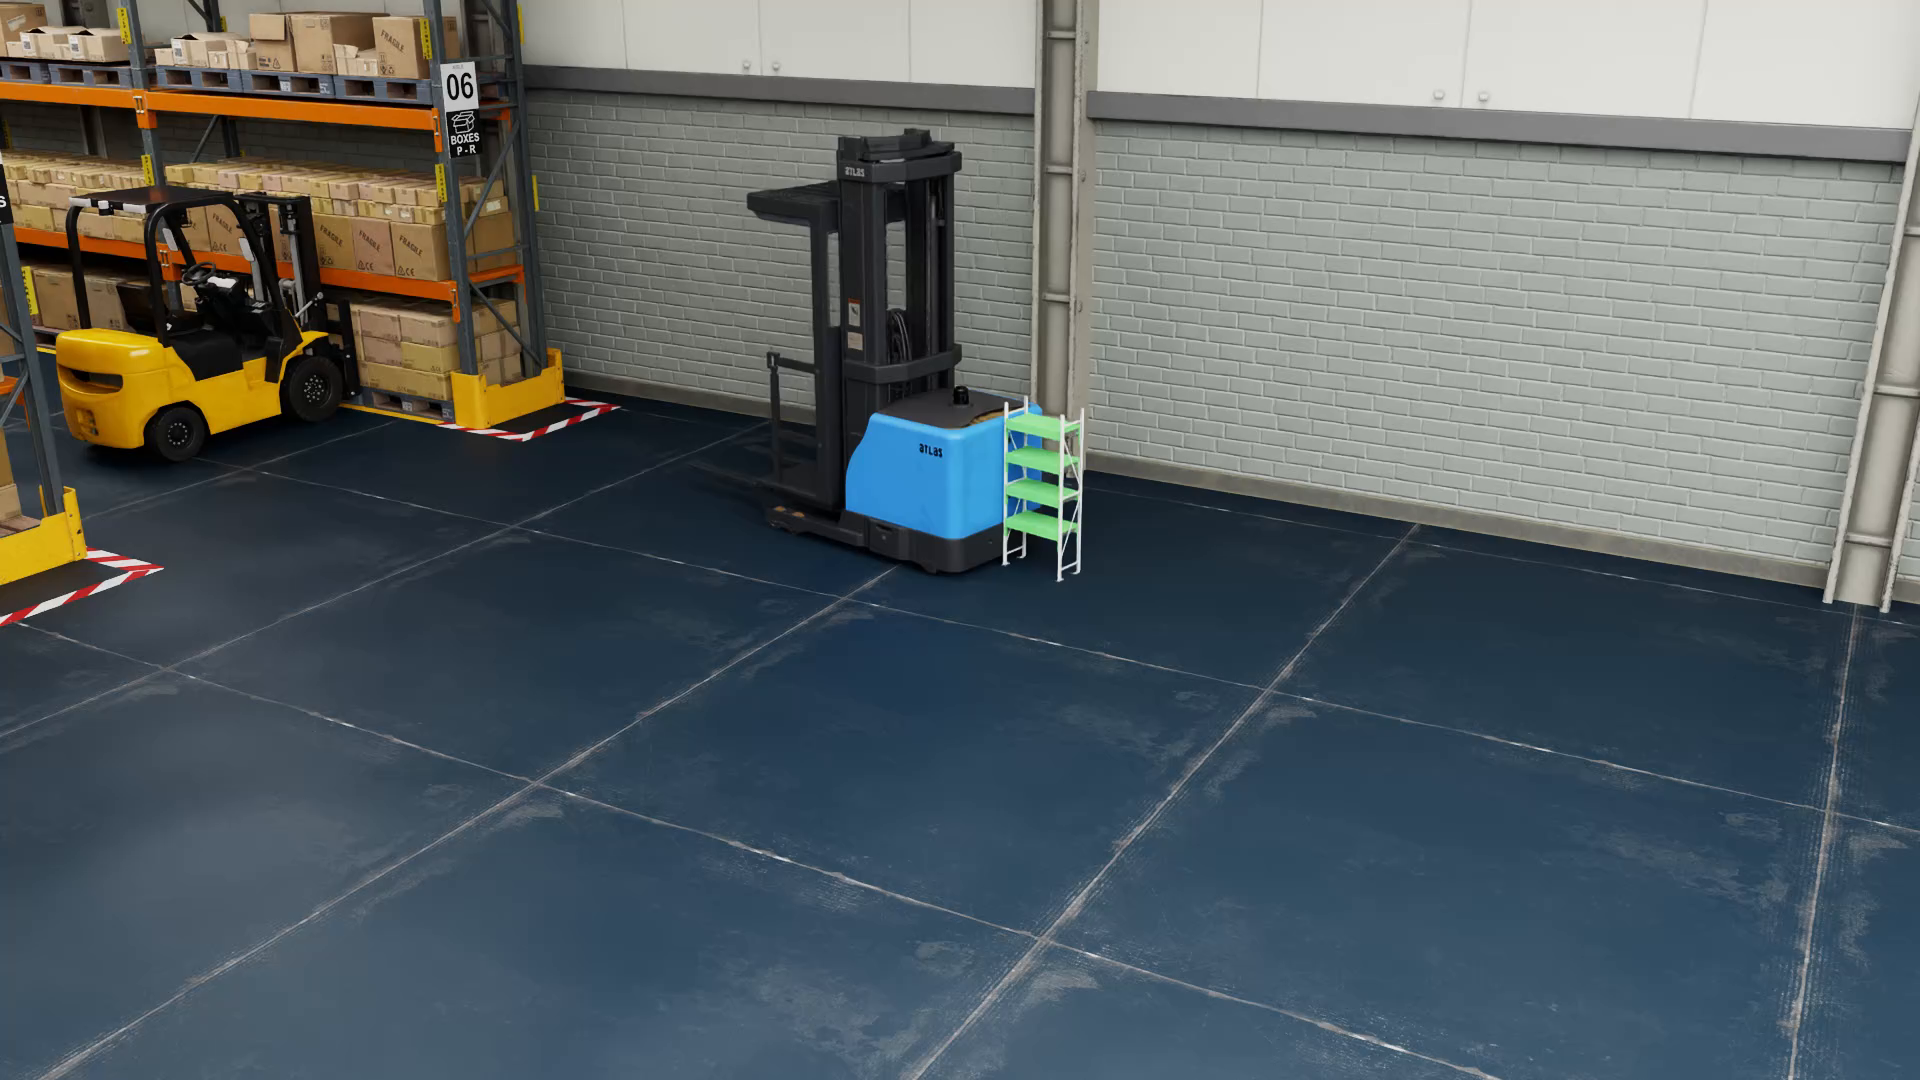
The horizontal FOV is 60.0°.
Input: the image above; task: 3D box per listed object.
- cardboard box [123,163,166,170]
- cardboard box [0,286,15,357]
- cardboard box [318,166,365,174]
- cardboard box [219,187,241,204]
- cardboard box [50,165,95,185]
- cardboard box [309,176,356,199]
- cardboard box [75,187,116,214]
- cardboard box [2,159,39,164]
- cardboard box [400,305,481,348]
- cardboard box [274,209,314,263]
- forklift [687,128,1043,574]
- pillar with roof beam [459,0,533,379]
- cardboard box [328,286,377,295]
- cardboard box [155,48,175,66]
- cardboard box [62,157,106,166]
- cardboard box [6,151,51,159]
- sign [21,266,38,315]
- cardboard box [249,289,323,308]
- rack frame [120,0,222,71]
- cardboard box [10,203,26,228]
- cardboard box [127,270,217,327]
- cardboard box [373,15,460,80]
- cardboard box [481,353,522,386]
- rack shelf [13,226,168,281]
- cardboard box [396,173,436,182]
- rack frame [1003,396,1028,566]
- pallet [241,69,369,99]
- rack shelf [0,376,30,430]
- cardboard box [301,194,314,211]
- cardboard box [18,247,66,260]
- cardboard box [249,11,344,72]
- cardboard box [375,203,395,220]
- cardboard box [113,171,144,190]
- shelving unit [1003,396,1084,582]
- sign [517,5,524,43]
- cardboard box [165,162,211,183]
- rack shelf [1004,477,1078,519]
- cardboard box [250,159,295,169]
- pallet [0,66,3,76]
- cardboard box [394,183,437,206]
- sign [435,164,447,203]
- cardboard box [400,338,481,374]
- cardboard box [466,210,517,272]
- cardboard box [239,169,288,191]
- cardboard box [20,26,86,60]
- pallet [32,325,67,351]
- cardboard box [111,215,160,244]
[{"bbox_3d":[-8.598,-3.894,17.603,0.250,0.149,0.380,11,22,27],"label":"cardboard box"},{"bbox_3d":[-6.940,-1.486,11.480,0.500,0.500,0.500,10,22,26],"label":"cardboard box"},{"bbox_3d":[-6.003,-3.536,16.180,0.250,0.149,0.380,12,23,29],"label":"cardboard box"},{"bbox_3d":[-6.940,-3.361,16.134,0.250,0.149,0.380,11,23,28],"label":"cardboard box"},{"bbox_3d":[-9.273,-3.828,17.420,0.250,0.149,0.380,11,23,28],"label":"cardboard box"},{"bbox_3d":[-5.823,-3.287,15.494,0.250,0.149,0.380,11,23,28],"label":"cardboard box"},{"bbox_3d":[-8.743,-3.535,17.197,0.500,0.250,0.500,10,22,26],"label":"cardboard box"},{"bbox_3d":[-10.155,-4.006,17.912,0.250,0.149,0.380,11,23,28],"label":"cardboard box"},{"bbox_3d":[-4.799,-1.975,15.360,0.500,0.250,0.500,12,23,29],"label":"cardboard box"},{"bbox_3d":[-6.143,-2.921,15.873,0.500,0.500,0.500,11,23,28],"label":"cardboard box"},{"bbox_3d":[-0.842,-1.541,12.314,3.031,2.935,1.130,16,26,38],"label":"forklift"},{"bbox_3d":[-6.512,-4.539,11.681,0.400,9.000,9.100,11,23,27],"label":"pillar with roof beam"},{"bbox_3d":[-5.885,-2.383,16.485,0.500,0.250,0.500,10,22,26],"label":"cardboard box"},{"bbox_3d":[-7.493,-4.653,16.000,0.250,0.149,0.380,11,23,28],"label":"cardboard box"},{"bbox_3d":[-9.496,-4.055,18.047,0.250,0.149,0.380,12,23,29],"label":"cardboard box"},{"bbox_3d":[-10.367,-4.233,18.538,0.250,0.149,0.380,11,23,27],"label":"cardboard box"},{"bbox_3d":[-6.398,-1.706,11.401,0.005,0.325,0.100,11,23,27],"label":"sign"},{"bbox_3d":[-6.586,-2.315,16.298,0.500,0.250,0.500,12,23,29],"label":"cardboard box"},{"bbox_3d":[-7.737,-6.101,15.989,0.127,3.000,1.000,11,23,27],"label":"rack frame"},{"bbox_3d":[-10.071,-3.561,18.002,0.500,0.250,0.500,10,22,26],"label":"cardboard box"},{"bbox_3d":[-8.198,-2.446,17.575,0.625,0.625,0.875,12,23,30],"label":"cardboard box"},{"bbox_3d":[-4.750,-4.319,14.564,0.500,0.500,0.500,12,23,29],"label":"cardboard box"},{"bbox_3d":[-4.578,-1.661,15.961,0.500,0.250,0.500,11,23,28],"label":"cardboard box"},{"bbox_3d":[-9.483,-3.276,18.052,4.000,0.370,1.077,11,23,27],"label":"rack shelf"},{"bbox_3d":[-5.092,-3.366,15.712,0.250,0.149,0.380,11,23,28],"label":"cardboard box"},{"bbox_3d":[0.391,-0.412,11.742,0.015,1.200,0.240,16,26,38],"label":"rack frame"},{"bbox_3d":[-5.918,-4.312,15.585,1.213,0.211,1.003,11,23,27],"label":"pallet"},{"bbox_3d":[-8.408,-1.132,12.142,4.000,0.370,1.077,11,23,27],"label":"rack shelf"},{"bbox_3d":[-5.990,-3.217,15.736,0.250,0.149,0.380,11,22,27],"label":"cardboard box"},{"bbox_3d":[-10.691,-2.920,18.882,0.625,0.625,0.875,12,23,29],"label":"cardboard box"},{"bbox_3d":[-6.087,-4.629,15.415,0.637,0.503,0.797,12,23,29],"label":"cardboard box"},{"bbox_3d":[-5.118,-3.037,15.241,0.250,0.149,0.380,11,23,28],"label":"cardboard box"},{"bbox_3d":[-8.377,-3.661,16.962,0.250,0.149,0.380,10,22,27],"label":"cardboard box"},{"bbox_3d":[0.576,-0.358,11.593,0.503,1.200,0.258,16,26,38],"label":"shelving unit"},{"bbox_3d":[-3.969,-4.638,14.957,0.005,0.325,0.100,11,23,27],"label":"sign"},{"bbox_3d":[-7.603,-3.632,16.444,0.250,0.149,0.380,11,23,28],"label":"cardboard box"},{"bbox_3d":[0.576,-0.298,11.615,0.480,0.148,0.258,16,26,38],"label":"rack shelf"},{"bbox_3d":[-6.874,-3.716,16.676,0.250,0.149,0.380,11,22,27],"label":"cardboard box"},{"bbox_3d":[-10.593,-5.182,18.129,1.003,0.211,1.213,12,23,30],"label":"pallet"},{"bbox_3d":[-4.891,-3.136,15.079,0.250,0.149,0.380,11,23,27],"label":"cardboard box"},{"bbox_3d":[-4.521,-3.112,14.501,0.005,0.325,0.100,11,23,27],"label":"sign"},{"bbox_3d":[-4.822,-1.744,15.457,0.500,0.250,0.500,10,22,27],"label":"cardboard box"},{"bbox_3d":[-4.542,-2.828,15.616,0.500,0.500,0.500,12,23,29],"label":"cardboard box"},{"bbox_3d":[-6.689,-3.467,15.989,0.250,0.149,0.380,10,22,26],"label":"cardboard box"},{"bbox_3d":[-9.158,-5.069,16.911,0.500,0.311,0.500,10,22,25],"label":"cardboard box"},{"bbox_3d":[-9.468,-2.284,18.352,1.213,0.211,1.003,11,23,27],"label":"pallet"},{"bbox_3d":[-8.304,-3.217,17.054,0.500,0.250,0.500,11,23,29],"label":"cardboard box"}]
